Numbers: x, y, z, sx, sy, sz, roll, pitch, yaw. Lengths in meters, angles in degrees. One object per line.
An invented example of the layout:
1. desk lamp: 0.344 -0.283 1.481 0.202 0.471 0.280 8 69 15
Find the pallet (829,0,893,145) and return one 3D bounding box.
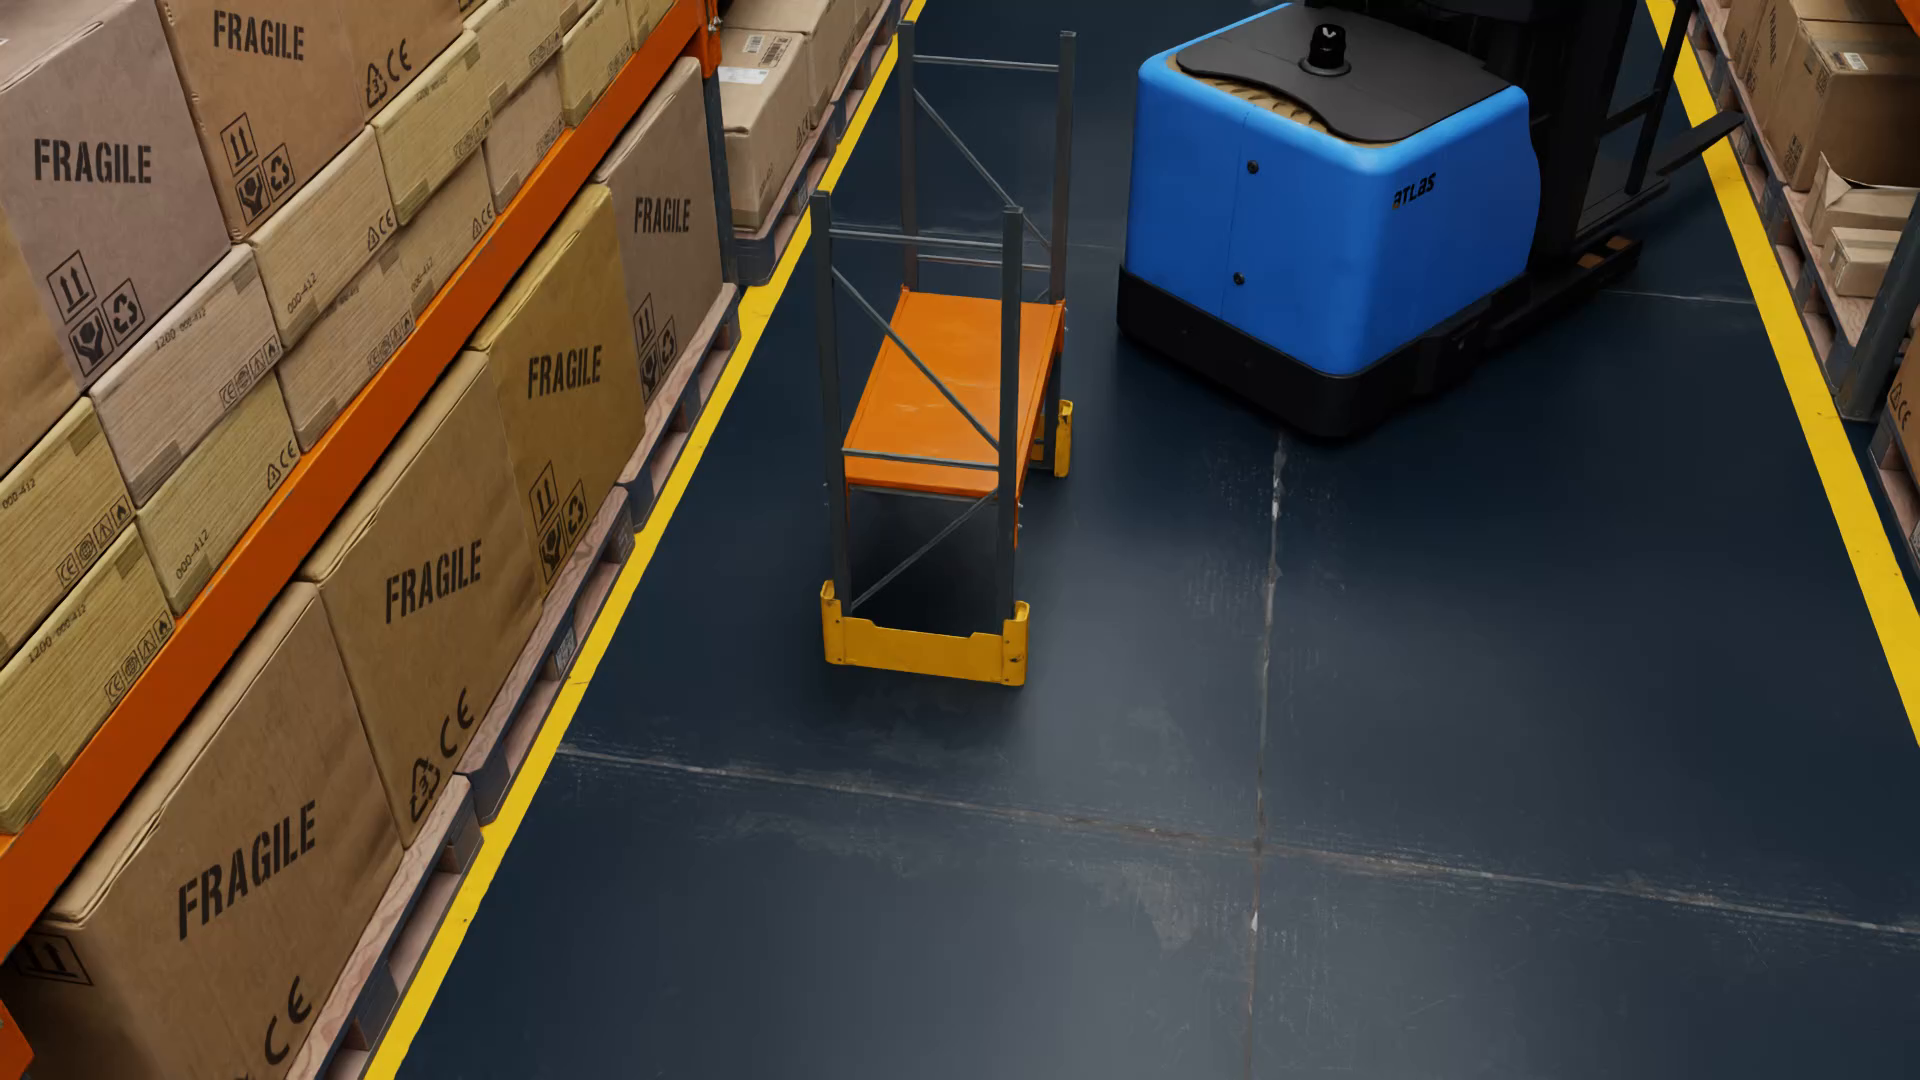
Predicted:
1. pallet: -0.925 -2.256 7.813 1.003 0.211 1.213 6 40 8

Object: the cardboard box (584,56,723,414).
1. cardboard box: -1.371 -1.039 5.491 0.875 0.875 0.875 8 40 9

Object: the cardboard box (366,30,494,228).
1. cardboard box: -1.414 -0.962 3.785 0.500 0.250 0.500 7 40 8

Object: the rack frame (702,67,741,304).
1. rack frame: -1.342 -2.094 5.429 1.000 3.000 0.127 6 40 8

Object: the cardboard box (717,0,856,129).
1. cardboard box: -0.974 -2.213 7.254 0.875 0.438 0.875 5 40 6

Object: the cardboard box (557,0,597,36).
1. cardboard box: -1.258 -1.611 4.570 0.500 0.250 0.500 7 40 9

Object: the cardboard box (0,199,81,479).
1. cardboard box: -1.708 -0.290 2.384 0.500 0.500 0.500 5 40 6

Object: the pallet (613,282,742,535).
1. pallet: -1.402 -0.527 5.722 1.003 0.211 1.213 6 40 8

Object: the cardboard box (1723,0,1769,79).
1. cardboard box: 3.854 -2.353 7.374 0.700 0.500 0.500 8 40 9

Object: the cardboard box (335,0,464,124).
1. cardboard box: -1.436 -1.242 3.535 0.500 0.500 0.500 7 40 8

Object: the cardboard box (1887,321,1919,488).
1. cardboard box: 3.242 -0.469 5.095 0.500 0.500 0.500 8 40 10

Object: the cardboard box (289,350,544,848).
1. cardboard box: -1.675 0.089 4.126 0.875 0.875 0.875 7 40 8

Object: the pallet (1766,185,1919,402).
1. pallet: 3.667 -0.905 6.180 1.003 0.211 1.213 6 40 8

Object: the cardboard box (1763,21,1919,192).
1. cardboard box: 3.674 -1.701 6.586 0.700 0.500 0.500 5 40 6

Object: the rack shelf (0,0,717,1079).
1. rack shelf: -1.688 -0.562 4.140 1.077 0.370 4.000 6 40 8

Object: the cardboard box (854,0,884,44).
1. cardboard box: -0.816 -2.779 7.938 0.875 0.438 0.875 7 40 9

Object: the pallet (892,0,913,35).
1. pallet: -0.711 -3.020 8.737 1.003 0.211 1.213 6 40 8

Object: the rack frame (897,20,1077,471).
1. rack frame: 0.073 -0.844 5.093 0.500 1.500 0.032 6 40 8

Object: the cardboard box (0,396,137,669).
1. cardboard box: -1.703 -0.010 2.633 0.500 0.250 0.500 6 40 7

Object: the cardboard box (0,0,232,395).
1. cardboard box: -1.632 -0.603 2.762 0.500 0.500 0.500 7 40 8

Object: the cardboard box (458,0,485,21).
1. cardboard box: -1.362 -1.569 3.930 0.500 0.500 0.500 8 40 9

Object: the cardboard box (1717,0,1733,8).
1. cardboard box: 4.040 -2.886 8.016 0.797 0.503 0.637 5 40 6

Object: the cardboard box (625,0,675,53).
1. cardboard box: -1.172 -1.727 5.103 0.500 0.250 0.500 5 40 7

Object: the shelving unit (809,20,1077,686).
1. shelving unit: -0.013 -0.530 4.714 0.587 1.500 1.083 6 40 8

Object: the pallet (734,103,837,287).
1. pallet: -1.134 -1.488 6.884 1.003 0.211 1.213 6 40 8

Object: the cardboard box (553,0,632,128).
1. cardboard box: -1.261 -1.408 4.716 0.500 0.250 0.500 6 40 7

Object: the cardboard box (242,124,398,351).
1. cardboard box: -1.515 -0.645 3.402 0.500 0.250 0.500 6 40 8

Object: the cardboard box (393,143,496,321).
1. cardboard box: -1.452 -0.769 3.943 0.500 0.250 0.500 6 40 8

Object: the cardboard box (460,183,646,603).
1. cardboard box: -1.519 -0.472 4.804 0.875 0.875 0.875 7 40 9

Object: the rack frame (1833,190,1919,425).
1. rack frame: 3.547 -1.549 4.770 1.000 3.000 0.127 6 40 8

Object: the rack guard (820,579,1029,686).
1. rack guard: -0.099 0.264 4.734 0.587 0.250 0.087 6 40 8

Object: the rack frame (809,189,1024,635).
1. rack frame: -0.103 -0.205 4.321 0.500 1.500 0.032 6 40 8

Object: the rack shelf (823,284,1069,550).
1. rack shelf: -0.015 -0.386 4.822 0.538 0.185 1.000 6 40 8

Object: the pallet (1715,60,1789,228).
1. pallet: 3.876 -1.673 7.109 1.003 0.211 1.213 6 40 8

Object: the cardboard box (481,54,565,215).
1. cardboard box: -1.367 -1.093 4.336 0.500 0.250 0.500 5 40 6

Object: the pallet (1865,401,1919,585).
1. pallet: 3.444 0.040 5.036 1.003 0.211 1.213 6 40 8

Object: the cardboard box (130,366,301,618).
1. cardboard box: -1.630 -0.130 3.171 0.500 0.250 0.500 5 40 6

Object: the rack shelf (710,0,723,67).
1. rack shelf: -0.996 -3.072 7.176 1.077 0.370 4.000 6 40 8

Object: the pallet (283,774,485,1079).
1. pallet: -1.824 1.004 3.870 1.003 0.211 1.213 6 40 8

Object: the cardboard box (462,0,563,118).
1. cardboard box: -1.342 -1.285 4.176 0.500 0.250 0.500 7 40 9

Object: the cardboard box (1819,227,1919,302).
1. cardboard box: 3.354 -0.995 6.007 0.380 0.149 0.250 5 40 6

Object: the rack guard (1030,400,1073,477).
1. rack guard: 0.073 -0.361 5.491 0.587 0.250 0.087 6 40 8

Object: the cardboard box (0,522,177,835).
1. cardboard box: -1.702 0.194 2.779 0.500 0.250 0.500 6 40 7

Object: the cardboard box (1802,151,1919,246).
1. cardboard box: 3.416 -1.264 6.240 0.396 0.266 0.258 8 40 9

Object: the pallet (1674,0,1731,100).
1. pallet: 4.089 -2.437 8.032 1.003 0.211 1.213 6 40 8

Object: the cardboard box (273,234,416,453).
1. cardboard box: -1.534 -0.458 3.568 0.500 0.250 0.500 8 40 9

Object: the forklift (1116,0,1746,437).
1. forklift: 2.006 -2.282 5.709 3.031 2.935 1.130 -30 48 -31

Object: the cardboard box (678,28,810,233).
1. cardboard box: -1.128 -1.651 6.574 0.875 0.438 0.875 6 40 7

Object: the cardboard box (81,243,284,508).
1. cardboard box: -1.613 -0.334 3.025 0.500 0.250 0.500 7 40 9

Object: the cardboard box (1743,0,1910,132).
1. cardboard box: 3.664 -2.032 6.986 0.500 0.500 0.500 7 40 8

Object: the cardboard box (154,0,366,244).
1. cardboard box: -1.527 -0.926 3.153 0.500 0.500 0.500 7 40 9

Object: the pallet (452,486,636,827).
1. pallet: -1.610 0.241 4.793 1.003 0.211 1.213 6 40 8

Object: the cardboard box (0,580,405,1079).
1. cardboard box: -1.833 0.649 3.449 0.875 0.875 0.875 6 40 7
